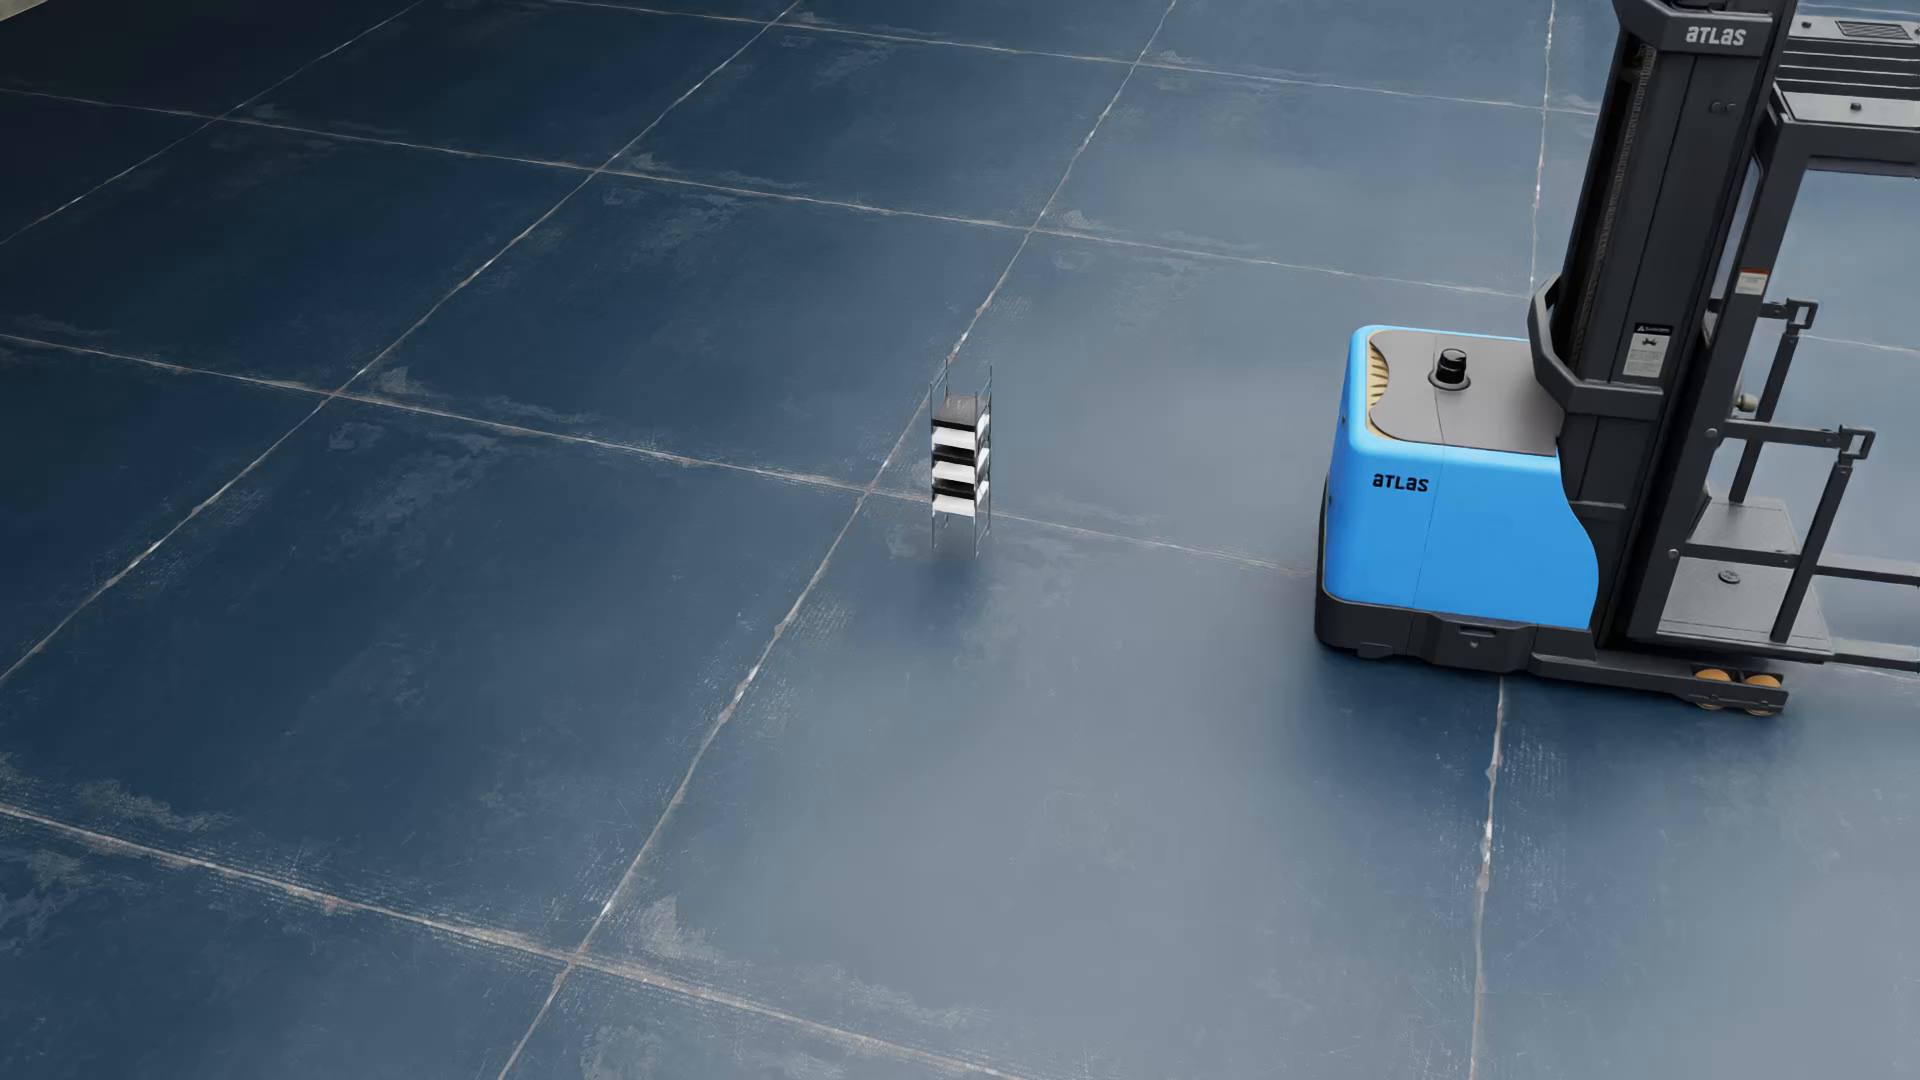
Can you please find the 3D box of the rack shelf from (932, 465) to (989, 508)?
[{"bbox_3d":[0.008,-0.262,7.554,0.200,0.077,0.258,10,38,14],"label":"rack shelf"}]

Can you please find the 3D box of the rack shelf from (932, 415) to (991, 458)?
[{"bbox_3d":[0.008,-0.479,7.394,0.200,0.077,0.258,10,38,14],"label":"rack shelf"}]

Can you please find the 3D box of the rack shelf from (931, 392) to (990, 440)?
[{"bbox_3d":[0.008,-0.552,7.341,0.200,0.077,0.258,10,38,14],"label":"rack shelf"}]

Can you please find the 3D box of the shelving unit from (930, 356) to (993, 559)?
[{"bbox_3d":[0.008,-0.361,7.481,0.210,0.900,0.258,10,38,14],"label":"shelving unit"}]

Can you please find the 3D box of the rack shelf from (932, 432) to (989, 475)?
[{"bbox_3d":[0.008,-0.407,7.448,0.200,0.077,0.258,10,38,14],"label":"rack shelf"}]

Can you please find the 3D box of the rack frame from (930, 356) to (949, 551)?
[{"bbox_3d":[-0.089,-0.379,7.506,0.006,0.900,0.240,10,38,14],"label":"rack frame"}]

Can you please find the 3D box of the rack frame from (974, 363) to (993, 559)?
[{"bbox_3d":[0.105,-0.343,7.457,0.006,0.900,0.240,10,38,14],"label":"rack frame"}]

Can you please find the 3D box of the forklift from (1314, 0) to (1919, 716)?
[{"bbox_3d":[3.084,-0.810,6.378,3.031,2.935,1.130,7,37,9],"label":"forklift"}]

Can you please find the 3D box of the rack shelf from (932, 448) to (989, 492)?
[{"bbox_3d":[0.008,-0.334,7.501,0.200,0.077,0.258,10,38,14],"label":"rack shelf"}]

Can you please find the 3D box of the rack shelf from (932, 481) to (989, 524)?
[{"bbox_3d":[0.008,-0.189,7.608,0.200,0.077,0.258,10,38,14],"label":"rack shelf"}]
